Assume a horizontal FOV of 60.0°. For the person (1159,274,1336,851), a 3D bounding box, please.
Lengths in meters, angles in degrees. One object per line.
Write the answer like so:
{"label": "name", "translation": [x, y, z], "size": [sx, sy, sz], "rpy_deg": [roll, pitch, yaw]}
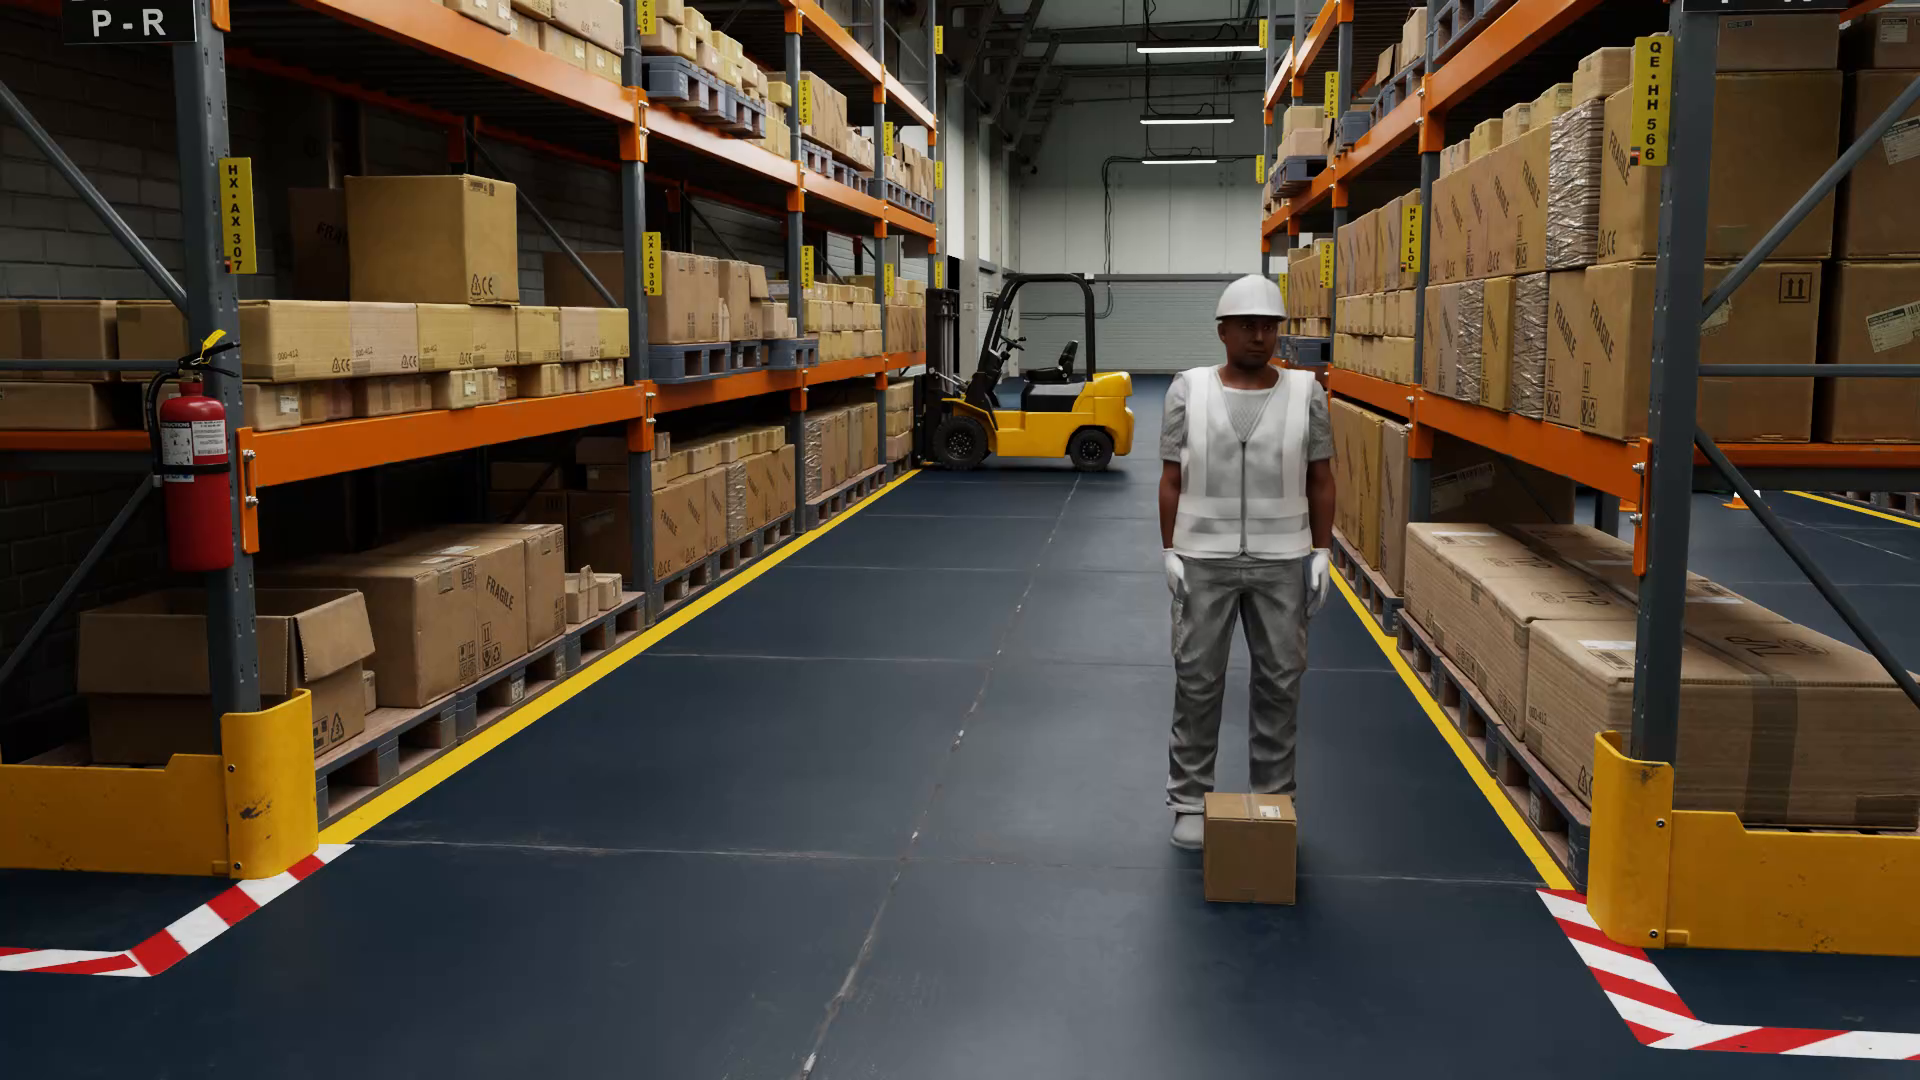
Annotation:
{"label": "person", "translation": [0.892, 0.072, 5.198], "size": [0.547, 1.785, 0.351], "rpy_deg": [1, 8, 5]}
